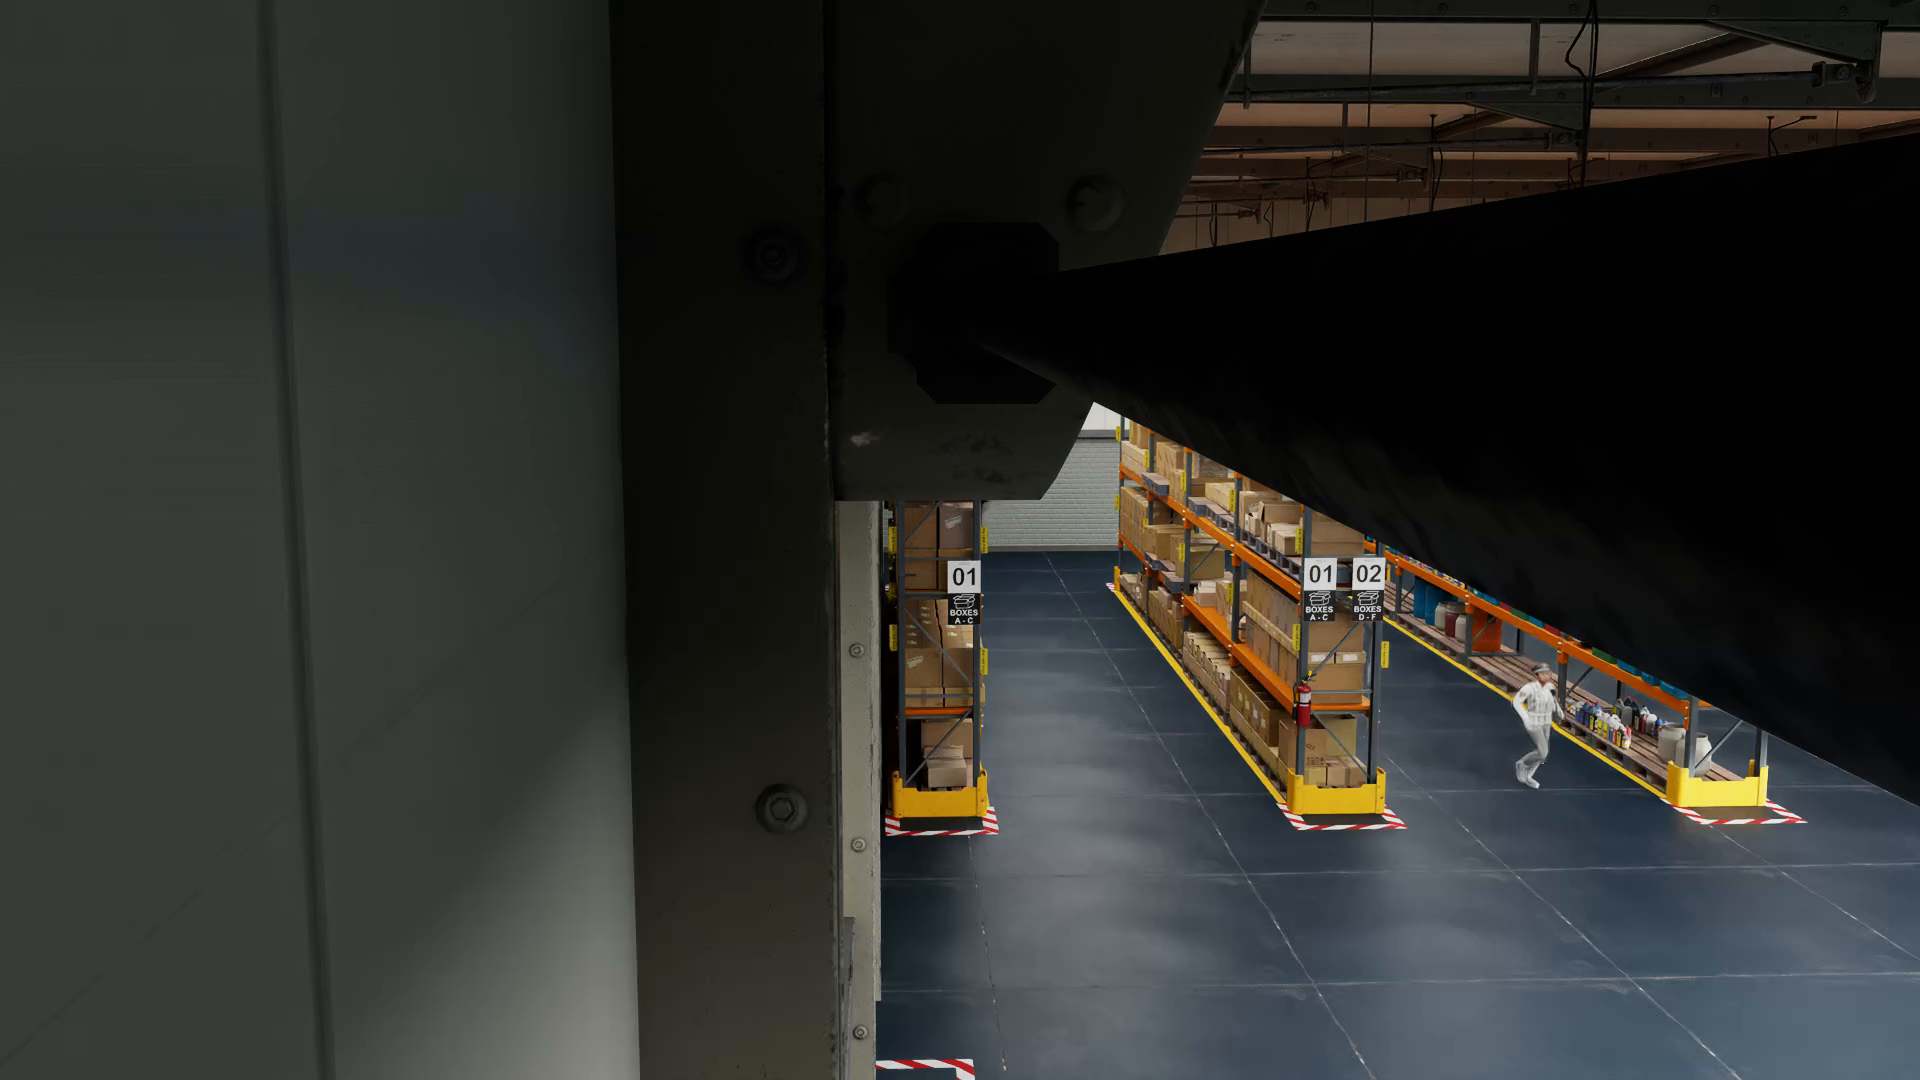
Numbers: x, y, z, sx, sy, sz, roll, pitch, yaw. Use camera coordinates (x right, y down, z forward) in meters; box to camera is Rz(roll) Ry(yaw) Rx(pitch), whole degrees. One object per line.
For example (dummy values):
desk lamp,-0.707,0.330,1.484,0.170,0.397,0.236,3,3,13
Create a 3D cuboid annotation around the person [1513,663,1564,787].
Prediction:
person,7.571,2.408,21.628,0.598,1.666,0.544,-3,9,-22
